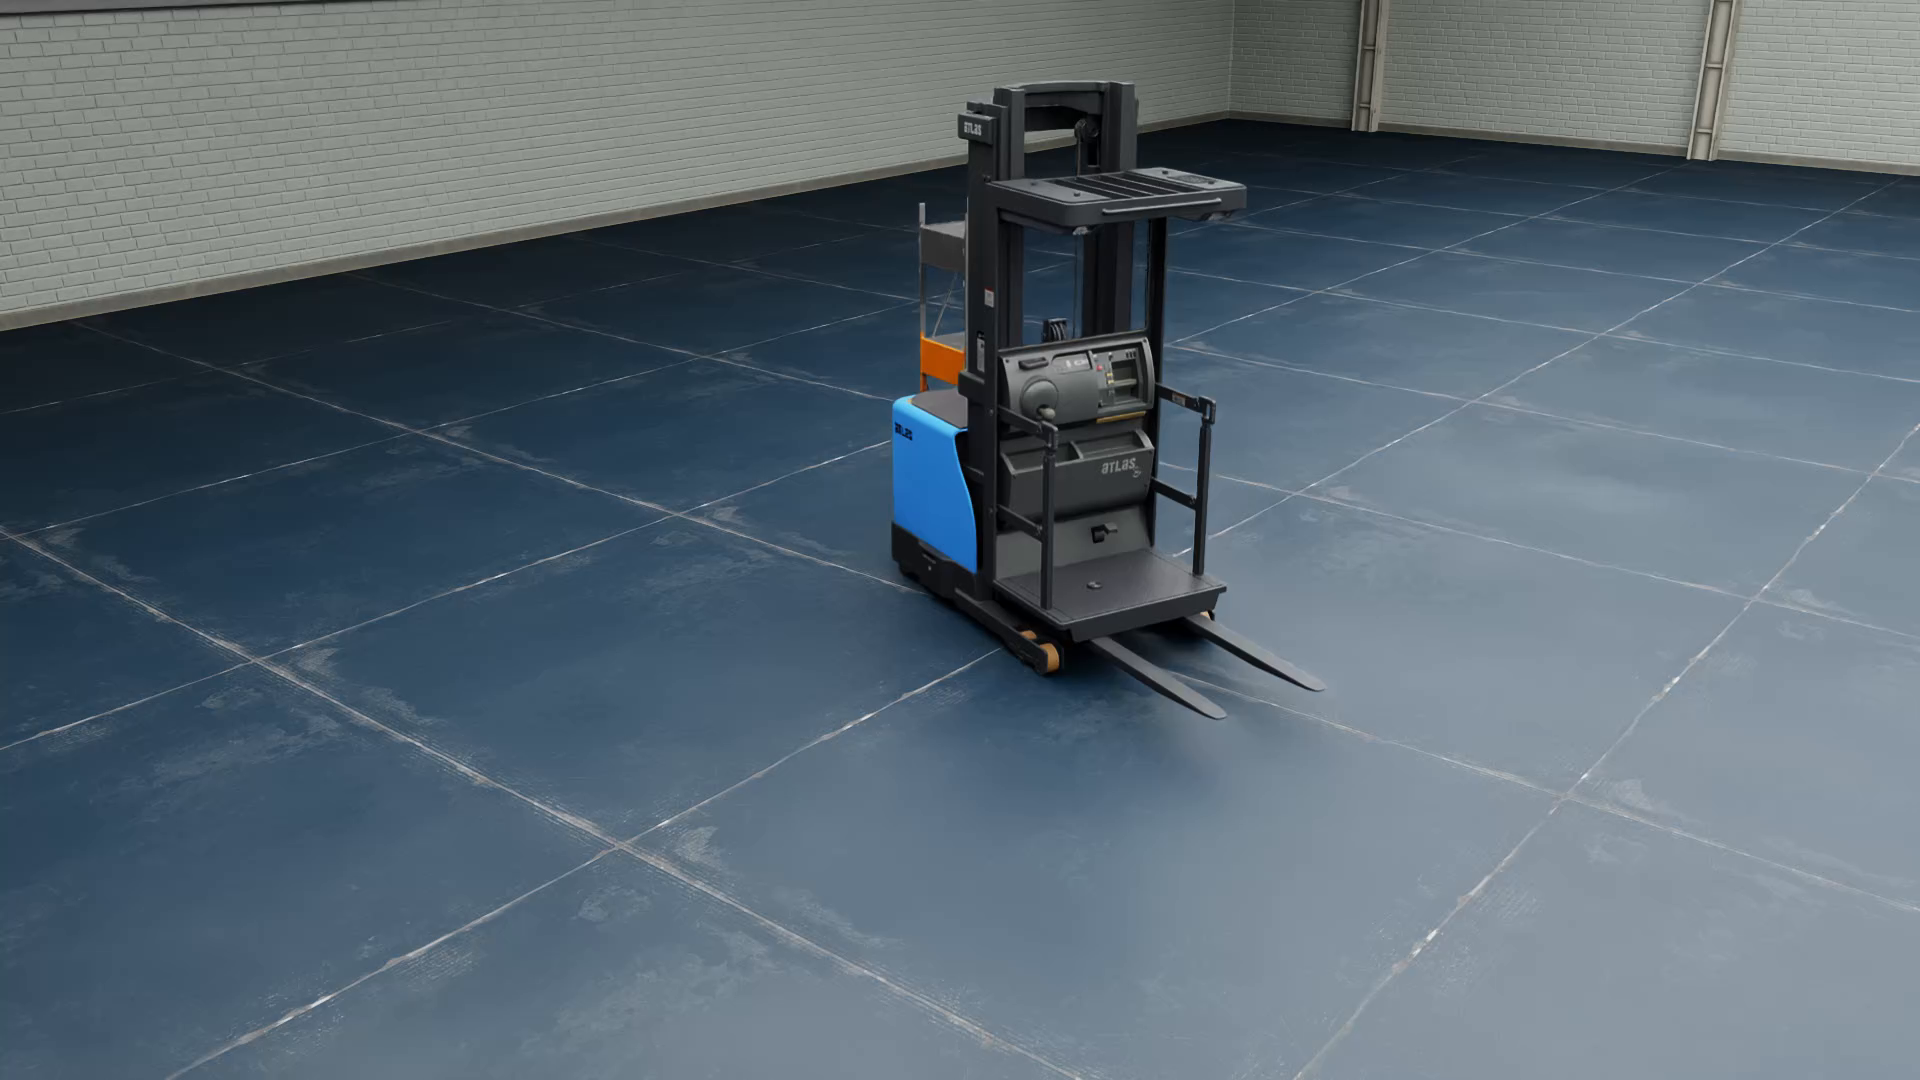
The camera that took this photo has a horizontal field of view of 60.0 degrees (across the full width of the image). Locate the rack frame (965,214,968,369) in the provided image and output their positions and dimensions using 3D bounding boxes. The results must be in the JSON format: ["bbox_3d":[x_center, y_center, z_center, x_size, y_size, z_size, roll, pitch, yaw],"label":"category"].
[{"bbox_3d":[0.198,-0.977,10.282,0.400,2.100,0.015,-14,25,-33],"label":"rack frame"}]

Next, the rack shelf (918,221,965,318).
[{"bbox_3d":[0.057,-1.689,10.226,0.431,0.518,0.480,-14,25,-33],"label":"rack shelf"}]

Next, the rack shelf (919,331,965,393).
[{"bbox_3d":[0.057,-1.034,10.473,0.431,0.518,0.480,-14,25,-33],"label":"rack shelf"}]

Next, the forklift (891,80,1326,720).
[{"bbox_3d":[0.749,-0.844,8.751,1.130,2.935,3.031,-11,23,-28],"label":"forklift"}]

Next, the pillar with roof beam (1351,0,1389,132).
[{"bbox_3d":[4.761,-10.606,26.040,0.400,9.000,9.100,16,26,36],"label":"pillar with roof beam"}]

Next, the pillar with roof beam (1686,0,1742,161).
[{"bbox_3d":[9.410,-9.267,22.490,0.400,9.000,9.100,16,26,36],"label":"pillar with roof beam"}]

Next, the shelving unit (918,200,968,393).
[{"bbox_3d":[0.057,-1.047,10.468,0.431,2.100,0.503,-14,25,-33],"label":"shelving unit"}]

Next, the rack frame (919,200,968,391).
[{"bbox_3d":[-0.084,-1.117,10.655,0.400,2.100,0.015,-14,25,-33],"label":"rack frame"}]
